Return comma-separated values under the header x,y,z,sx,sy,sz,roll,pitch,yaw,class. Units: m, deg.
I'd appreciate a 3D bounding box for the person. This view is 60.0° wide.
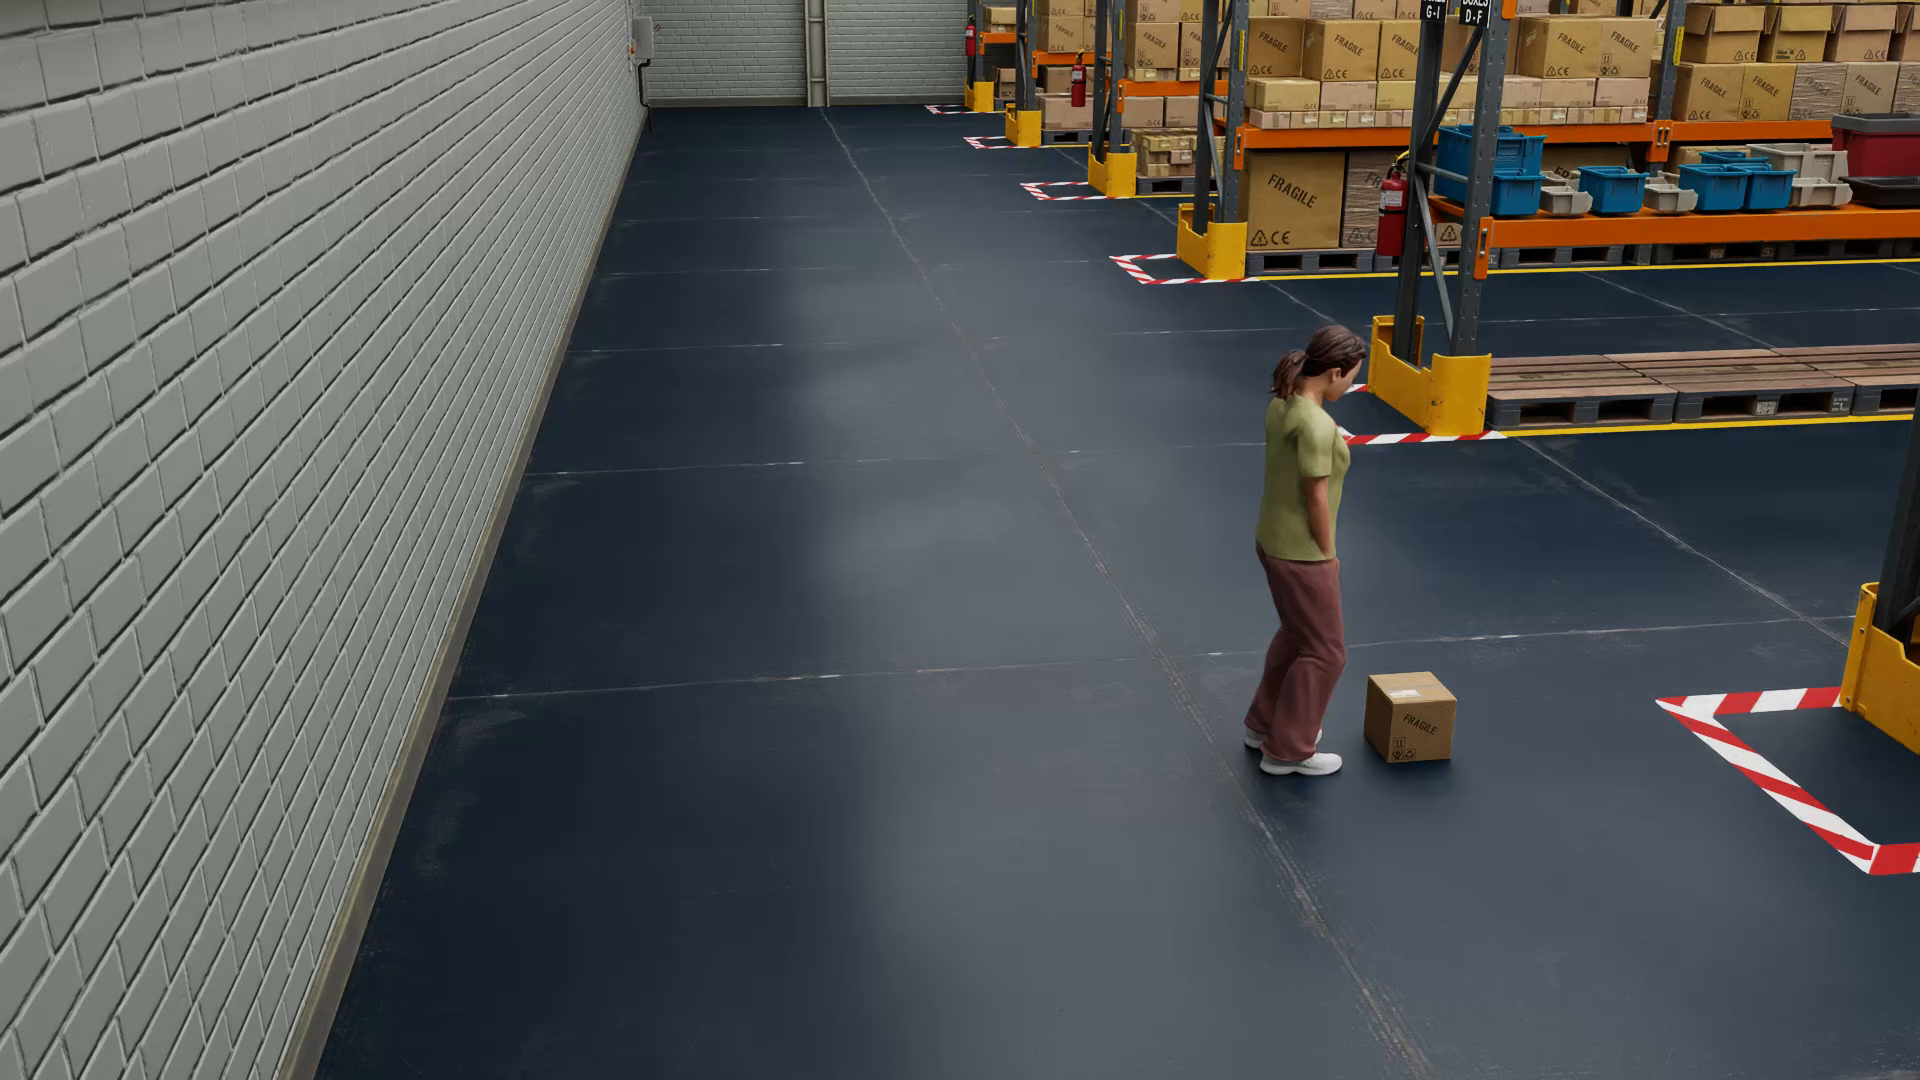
x,y,z,sx,sy,sz,roll,pitch,yaw,class
1.244,0.052,6.033,0.339,1.618,0.460,-2,20,-6,person
